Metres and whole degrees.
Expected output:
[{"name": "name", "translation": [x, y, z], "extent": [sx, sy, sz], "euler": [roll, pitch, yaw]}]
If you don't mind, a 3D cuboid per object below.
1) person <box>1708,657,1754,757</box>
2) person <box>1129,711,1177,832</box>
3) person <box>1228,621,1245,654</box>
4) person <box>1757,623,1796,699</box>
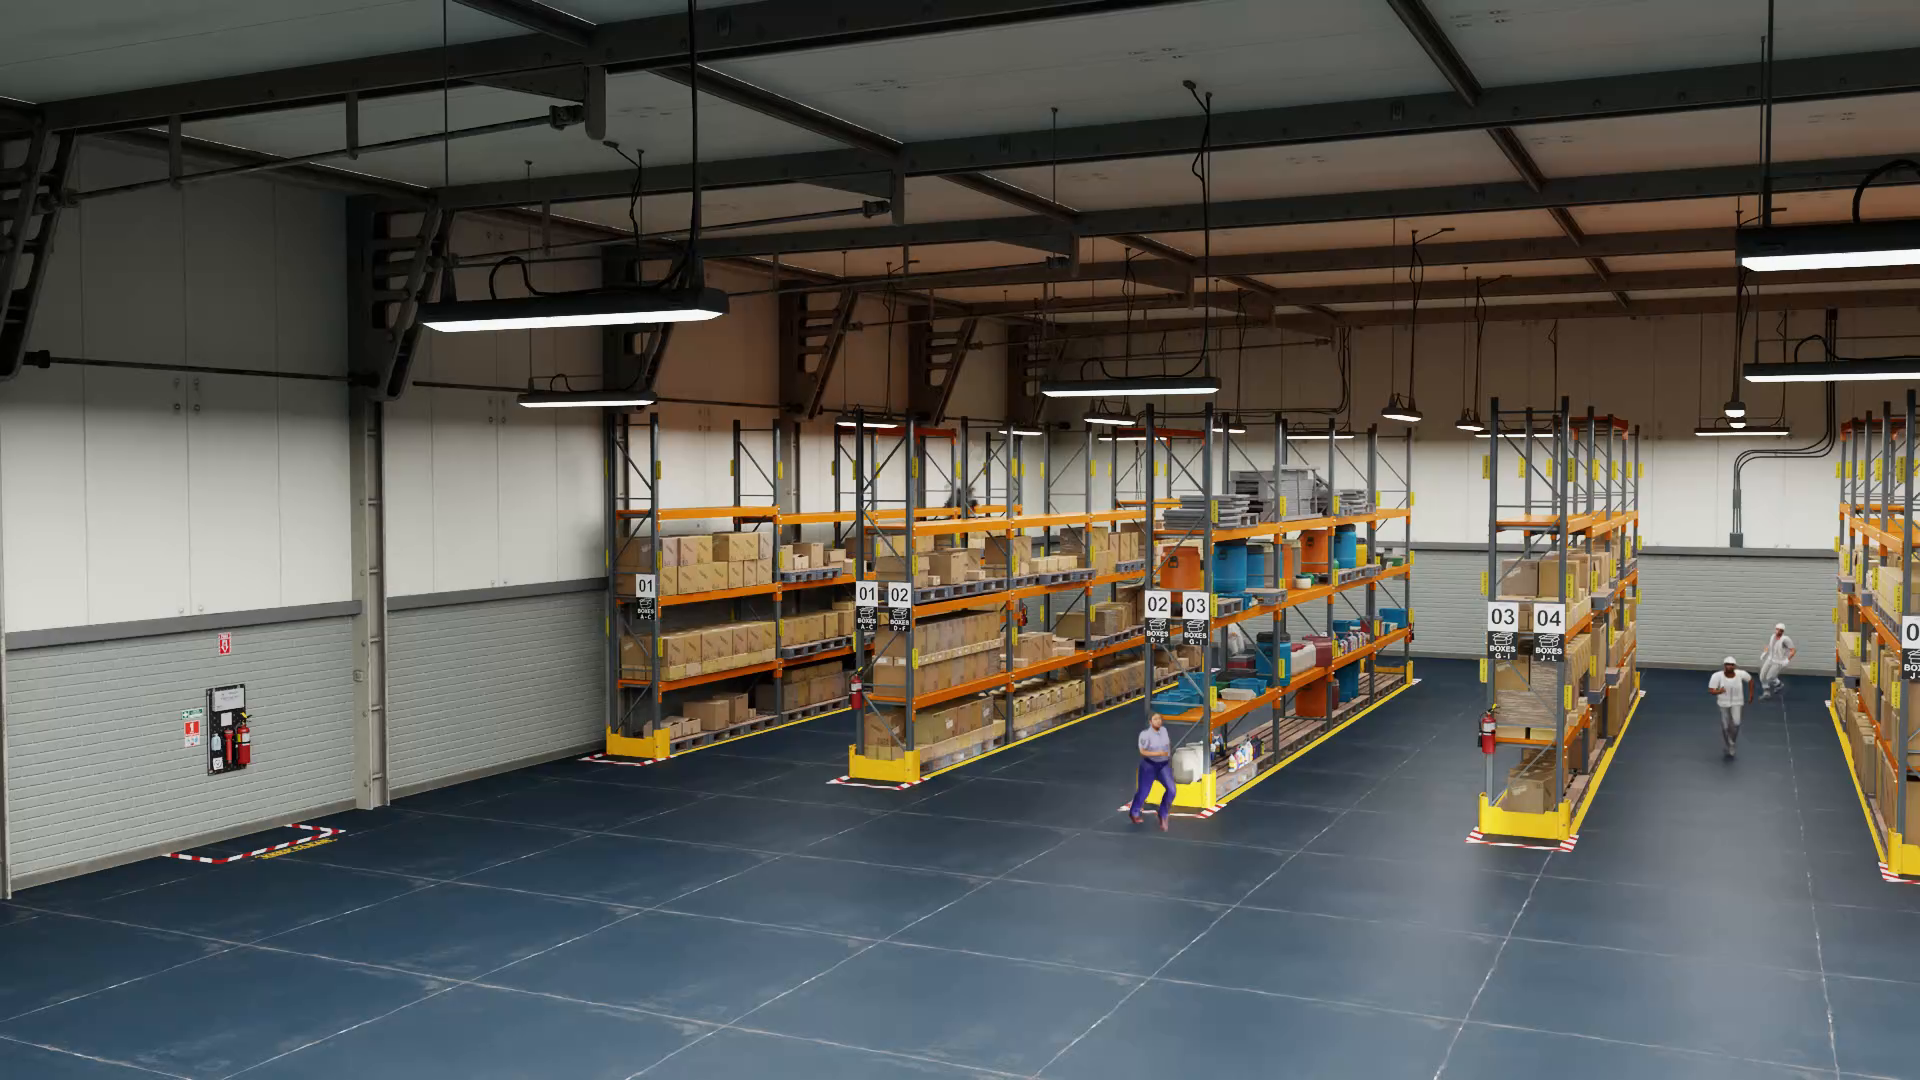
[{"name": "person", "translation": [13.471, 2.898, 29.054], "extent": [0.734, 1.744, 0.800], "euler": [1, 3, 22]}, {"name": "person", "translation": [2.721, 3.211, 23.192], "extent": [0.611, 1.669, 0.854], "euler": [-1, 3, -24]}, {"name": "person", "translation": [6.866, 2.446, 41.551], "extent": [0.589, 1.592, 0.553], "euler": [0, 2, -9]}, {"name": "person", "translation": [17.831, 2.649, 36.212], "extent": [0.575, 1.700, 0.749], "euler": [-1, 3, -21]}]
